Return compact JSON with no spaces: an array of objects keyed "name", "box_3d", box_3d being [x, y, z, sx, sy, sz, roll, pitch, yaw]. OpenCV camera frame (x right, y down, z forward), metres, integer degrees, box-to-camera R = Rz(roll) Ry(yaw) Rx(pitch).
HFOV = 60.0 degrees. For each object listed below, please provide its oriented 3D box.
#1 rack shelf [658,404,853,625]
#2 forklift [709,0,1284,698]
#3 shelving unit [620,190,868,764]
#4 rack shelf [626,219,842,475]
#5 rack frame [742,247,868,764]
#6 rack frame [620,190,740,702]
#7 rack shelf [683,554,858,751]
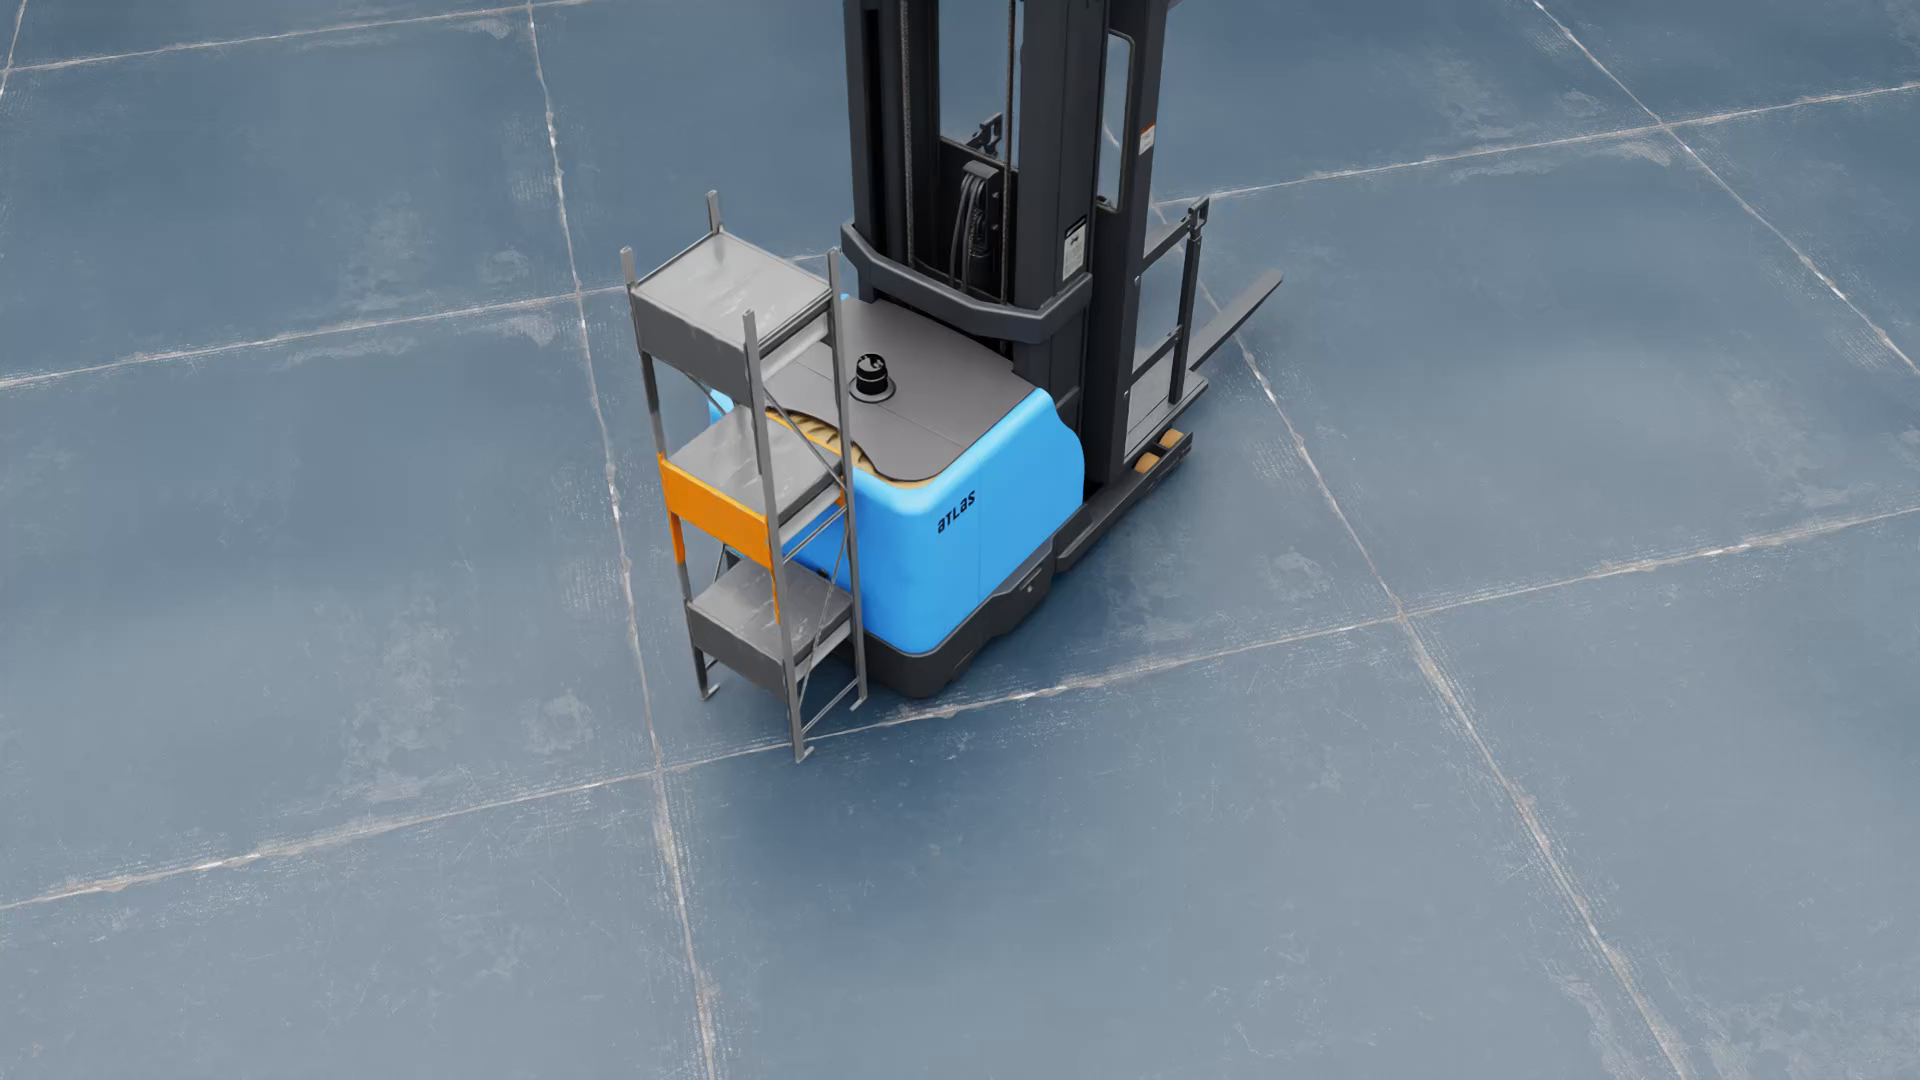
[{"name":"rack shelf","box_3d":[-0.679,-0.112,5.659,0.480,0.518,0.431,29,52,25]},{"name":"forklift","box_3d":[0.362,-1.432,6.352,1.130,2.935,3.031,29,52,25]},{"name":"shelving unit","box_3d":[-0.679,-0.122,5.649,0.503,2.100,0.431,29,52,25]},{"name":"rack shelf","box_3d":[-0.680,-0.601,5.157,0.480,0.518,0.431,29,52,25]},{"name":"rack frame","box_3d":[-0.485,-0.016,5.545,0.015,2.100,0.400,29,52,25]},{"name":"rack frame","box_3d":[-0.873,-0.228,5.753,0.015,2.100,0.400,29,52,25]},{"name":"rack shelf","box_3d":[-0.678,0.377,6.160,0.480,0.518,0.431,29,52,25]}]
